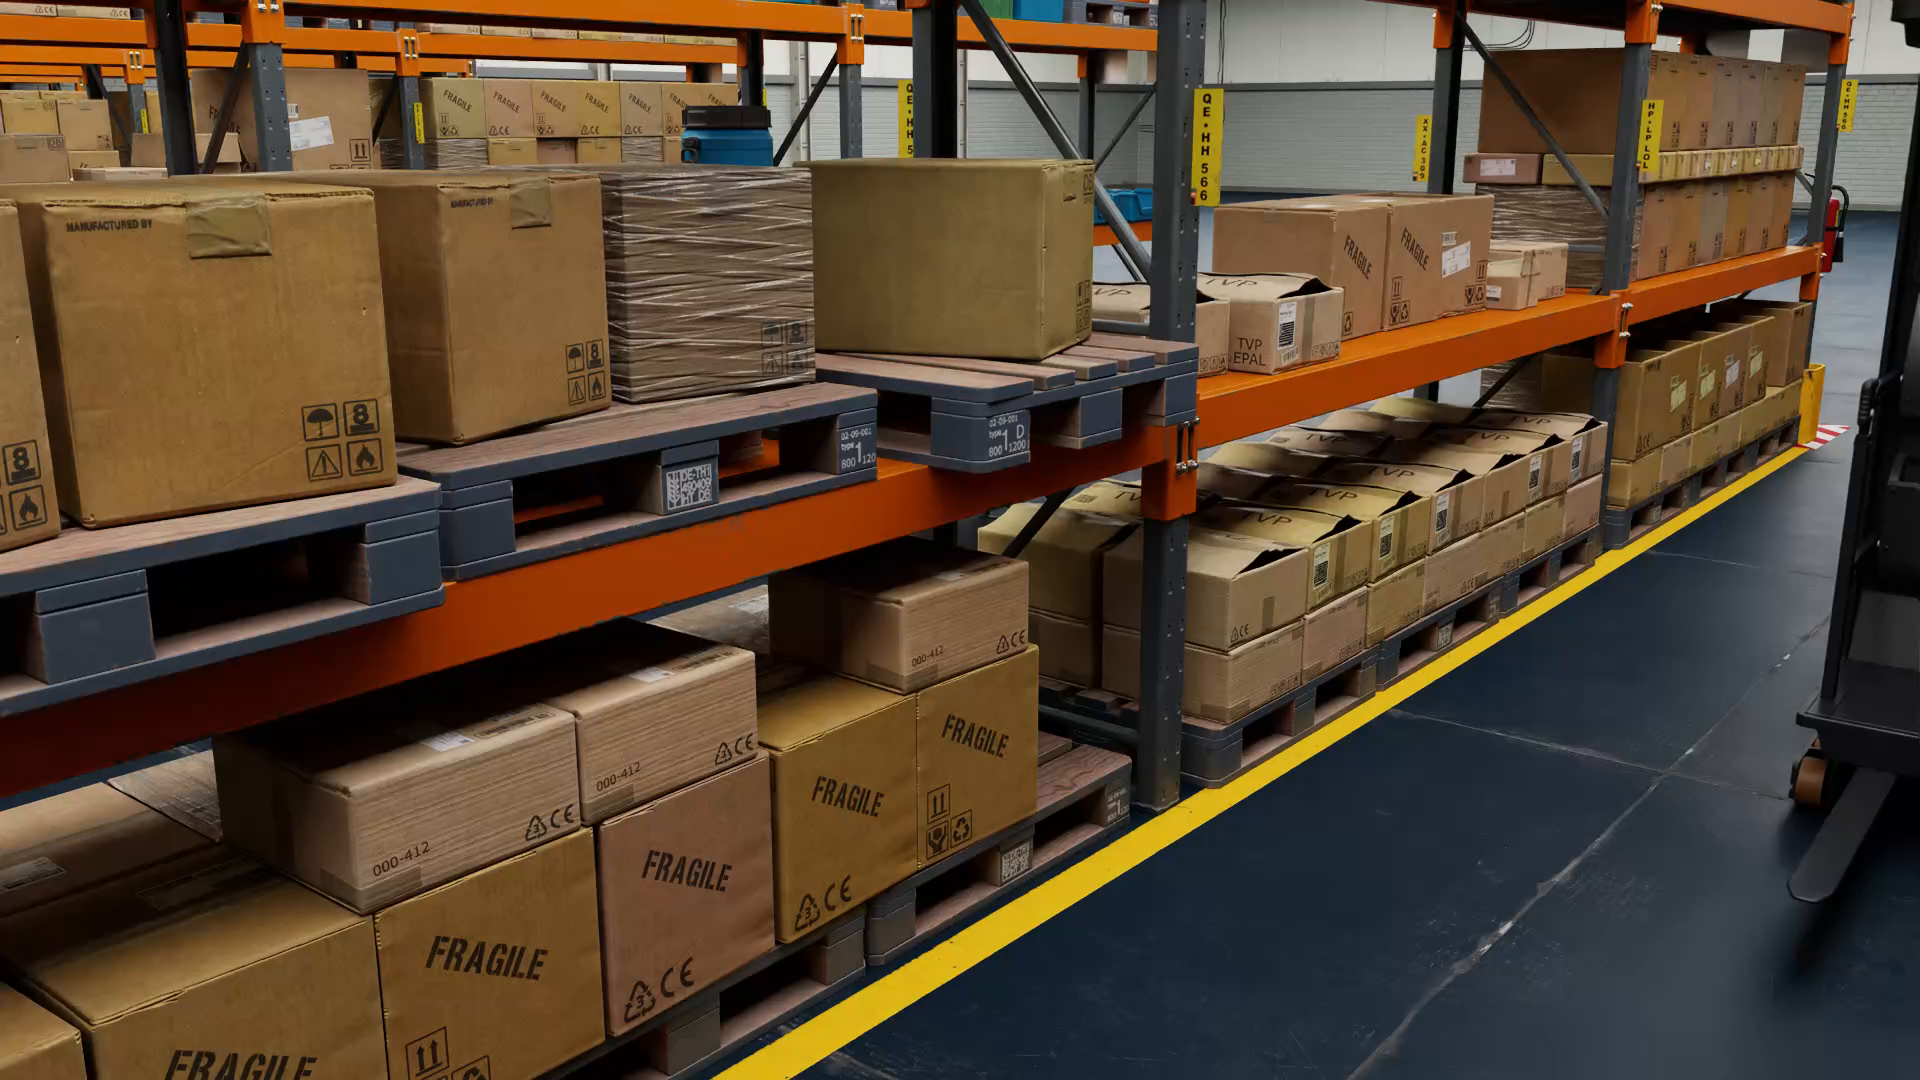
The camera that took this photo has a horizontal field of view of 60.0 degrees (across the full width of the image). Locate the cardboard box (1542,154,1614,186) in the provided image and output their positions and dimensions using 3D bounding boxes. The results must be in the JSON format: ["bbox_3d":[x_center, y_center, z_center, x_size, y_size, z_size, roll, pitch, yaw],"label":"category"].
[{"bbox_3d":[3.107,-1.829,8.208,0.380,0.149,0.250,11,18,37],"label":"cardboard box"}]

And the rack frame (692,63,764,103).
[{"bbox_3d":[-2.401,-3.744,17.269,1.000,3.000,0.127,11,18,38],"label":"rack frame"}]

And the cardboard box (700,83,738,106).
[{"bbox_3d":[-2.554,-4.278,16.531,0.500,0.500,0.500,11,18,38],"label":"cardboard box"}]

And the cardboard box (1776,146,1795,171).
[{"bbox_3d":[5.046,-2.420,10.537,0.380,0.149,0.250,12,18,39],"label":"cardboard box"}]

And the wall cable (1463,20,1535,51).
[{"bbox_3d":[13.999,-15.240,43.429,2.305,6.003,0.169,11,18,38],"label":"wall cable"}]

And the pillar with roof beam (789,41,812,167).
[{"bbox_3d":[-0.449,-11.740,36.559,9.100,9.000,0.400,11,18,38],"label":"pillar with roof beam"}]

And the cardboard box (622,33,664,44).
[{"bbox_3d":[-3.147,-4.801,15.640,0.500,0.250,0.500,12,18,39],"label":"cardboard box"}]

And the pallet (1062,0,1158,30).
[{"bbox_3d":[0.855,-4.197,13.341,1.003,0.211,1.213,11,18,38],"label":"pallet"}]

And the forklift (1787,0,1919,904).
[{"bbox_3d":[3.274,-0.555,4.856,1.130,2.935,3.031,11,18,36],"label":"forklift"}]

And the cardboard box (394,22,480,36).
[{"bbox_3d":[-4.433,-4.406,14.086,0.500,0.250,0.500,10,18,35],"label":"cardboard box"}]

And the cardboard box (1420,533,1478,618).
[{"bbox_3d":[1.791,0.101,6.865,0.500,0.250,0.500,12,18,39],"label":"cardboard box"}]

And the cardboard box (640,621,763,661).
[{"bbox_3d":[-0.878,0.559,4.512,0.500,0.500,0.500,11,18,37],"label":"cardboard box"}]

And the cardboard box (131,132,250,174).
[{"bbox_3d":[-5.933,-2.885,12.826,0.797,0.503,0.637,14,20,43],"label":"cardboard box"}]

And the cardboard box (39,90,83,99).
[{"bbox_3d":[-11.503,-5.426,21.051,0.700,0.500,0.500,11,18,36],"label":"cardboard box"}]

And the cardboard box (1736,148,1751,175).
[{"bbox_3d":[4.397,-2.222,9.758,0.380,0.149,0.250,12,18,39],"label":"cardboard box"}]

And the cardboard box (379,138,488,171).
[{"bbox_3d":[-4.584,-3.247,14.506,0.875,0.500,0.500,11,18,38],"label":"cardboard box"}]

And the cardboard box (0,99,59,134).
[{"bbox_3d":[-9.339,-4.103,16.449,0.700,0.500,0.500,11,18,37],"label":"cardboard box"}]

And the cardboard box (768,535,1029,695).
[{"bbox_3d":[-0.164,0.184,4.469,0.500,0.250,0.500,12,19,40],"label":"cardboard box"}]

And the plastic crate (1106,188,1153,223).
[{"bbox_3d":[1.370,-2.763,13.710,0.499,0.251,0.616,11,18,38],"label":"plastic crate"}]

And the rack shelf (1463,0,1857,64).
[{"bbox_3d":[4.045,-2.932,9.443,1.077,0.370,4.000,11,18,38],"label":"rack shelf"}]

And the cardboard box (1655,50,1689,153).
[{"bbox_3d":[3.378,-2.304,8.764,0.700,0.500,0.500,11,18,37],"label":"cardboard box"}]

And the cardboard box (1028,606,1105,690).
[{"bbox_3d":[0.415,0.312,6.032,0.500,0.250,0.500,12,18,39],"label":"cardboard box"}]

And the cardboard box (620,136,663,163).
[{"bbox_3d":[-3.337,-3.632,16.021,0.875,0.500,0.500,11,18,38],"label":"cardboard box"}]

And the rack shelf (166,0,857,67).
[{"bbox_3d":[-2.320,-2.934,9.448,1.077,0.370,4.000,11,18,38],"label":"rack shelf"}]

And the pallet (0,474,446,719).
[{"bbox_3d":[-1.653,0.045,2.745,1.003,0.211,1.213,11,18,38],"label":"pallet"}]

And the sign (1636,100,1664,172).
[{"bbox_3d":[3.216,-1.885,7.760,0.100,0.325,0.005,11,18,38],"label":"sign"}]

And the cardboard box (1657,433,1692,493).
[{"bbox_3d":[3.633,-0.452,9.041,0.500,0.250,0.500,11,18,38],"label":"cardboard box"}]

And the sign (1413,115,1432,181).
[{"bbox_3d":[2.355,-1.988,8.436,0.100,0.325,0.005,11,18,38],"label":"sign"}]

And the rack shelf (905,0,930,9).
[{"bbox_3d":[-0.983,-1.400,3.412,1.077,0.370,4.000,11,18,38],"label":"rack shelf"}]

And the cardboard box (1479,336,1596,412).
[{"bbox_3d":[3.233,-0.895,9.263,0.500,0.500,0.500,11,18,38],"label":"cardboard box"}]

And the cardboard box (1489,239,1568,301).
[{"bbox_3d":[2.512,-1.270,7.837,0.500,0.250,0.500,13,19,41],"label":"cardboard box"}]

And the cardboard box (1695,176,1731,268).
[{"bbox_3d":[4.028,-1.874,9.706,0.700,0.500,0.500,12,19,39],"label":"cardboard box"}]

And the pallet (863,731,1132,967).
[{"bbox_3d":[-0.225,0.810,5.004,1.003,0.211,1.213,11,18,38],"label":"pallet"}]

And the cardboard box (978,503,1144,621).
[{"bbox_3d":[0.411,0.041,5.963,0.500,0.311,0.500,12,18,39],"label":"cardboard box"}]

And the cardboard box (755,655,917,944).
[{"bbox_3d":[-0.457,0.635,4.216,0.500,0.500,0.500,10,18,36],"label":"cardboard box"}]

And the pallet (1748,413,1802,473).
[{"bbox_3d":[4.854,-0.706,10.973,1.003,0.211,1.213,11,18,38],"label":"pallet"}]

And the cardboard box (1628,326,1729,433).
[{"bbox_3d":[3.951,-0.910,9.323,0.500,0.500,0.500,11,18,38],"label":"cardboard box"}]

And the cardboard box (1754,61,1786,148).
[{"bbox_3d":[4.639,-2.688,10.275,0.700,0.500,0.500,11,18,36],"label":"cardboard box"}]

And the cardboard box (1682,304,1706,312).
[{"bbox_3d":[4.479,-1.280,10.779,0.500,0.500,0.500,11,18,38],"label":"cardboard box"}]

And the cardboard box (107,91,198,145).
[{"bbox_3d":[-8.451,-4.426,17.457,0.875,0.550,0.550,11,18,38],"label":"cardboard box"}]

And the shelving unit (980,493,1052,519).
[{"bbox_3d":[-0.004,-0.544,8.479,0.538,1.125,1.048,11,18,38],"label":"shelving unit"}]

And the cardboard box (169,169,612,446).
[{"bbox_3d":[-1.178,-0.512,3.490,0.700,0.500,0.500,6,16,23],"label":"cardboard box"}]

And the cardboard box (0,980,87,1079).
[{"bbox_3d":[-1.747,1.031,2.655,0.500,0.500,0.500,10,18,35],"label":"cardboard box"}]

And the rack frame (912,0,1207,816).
[{"bbox_3d":[0.274,-0.678,5.200,1.000,3.000,0.127,11,18,38],"label":"rack frame"}]

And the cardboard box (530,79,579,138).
[{"bbox_3d":[-3.807,-3.894,15.020,0.500,0.500,0.500,11,18,38],"label":"cardboard box"}]

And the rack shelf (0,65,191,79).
[{"bbox_3d":[-11.366,-6.000,21.517,1.077,0.370,4.000,11,18,38],"label":"rack shelf"}]

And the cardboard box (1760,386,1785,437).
[{"bbox_3d":[4.890,-0.835,10.550,0.500,0.250,0.500,11,18,38],"label":"cardboard box"}]

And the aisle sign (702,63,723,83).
[{"bbox_3d":[-2.595,-5.062,17.178,0.394,0.787,0.004,11,18,38],"label":"aisle sign"}]

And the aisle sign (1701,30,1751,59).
[{"bbox_3d":[5.105,-3.530,11.147,0.394,0.787,0.004,11,18,38],"label":"aisle sign"}]

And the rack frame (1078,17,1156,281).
[{"bbox_3d":[1.451,-2.978,14.252,1.000,3.000,0.127,11,18,38],"label":"rack frame"}]

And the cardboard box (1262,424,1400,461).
[{"bbox_3d":[1.691,-0.352,7.509,0.500,0.311,0.500,11,18,36],"label":"cardboard box"}]

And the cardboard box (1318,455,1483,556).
[{"bbox_3d":[1.800,-0.173,6.806,0.500,0.311,0.500,11,18,37],"label":"cardboard box"}]

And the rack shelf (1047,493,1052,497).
[{"bbox_3d":[-0.004,-0.307,8.540,0.538,0.278,1.000,11,18,38],"label":"rack shelf"}]

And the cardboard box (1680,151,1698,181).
[{"bbox_3d":[3.749,-2.024,8.979,0.380,0.149,0.250,11,18,36],"label":"cardboard box"}]

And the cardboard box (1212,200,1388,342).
[{"bbox_3d":[1.316,-1.051,6.463,0.500,0.500,0.500,10,17,35],"label":"cardboard box"}]
